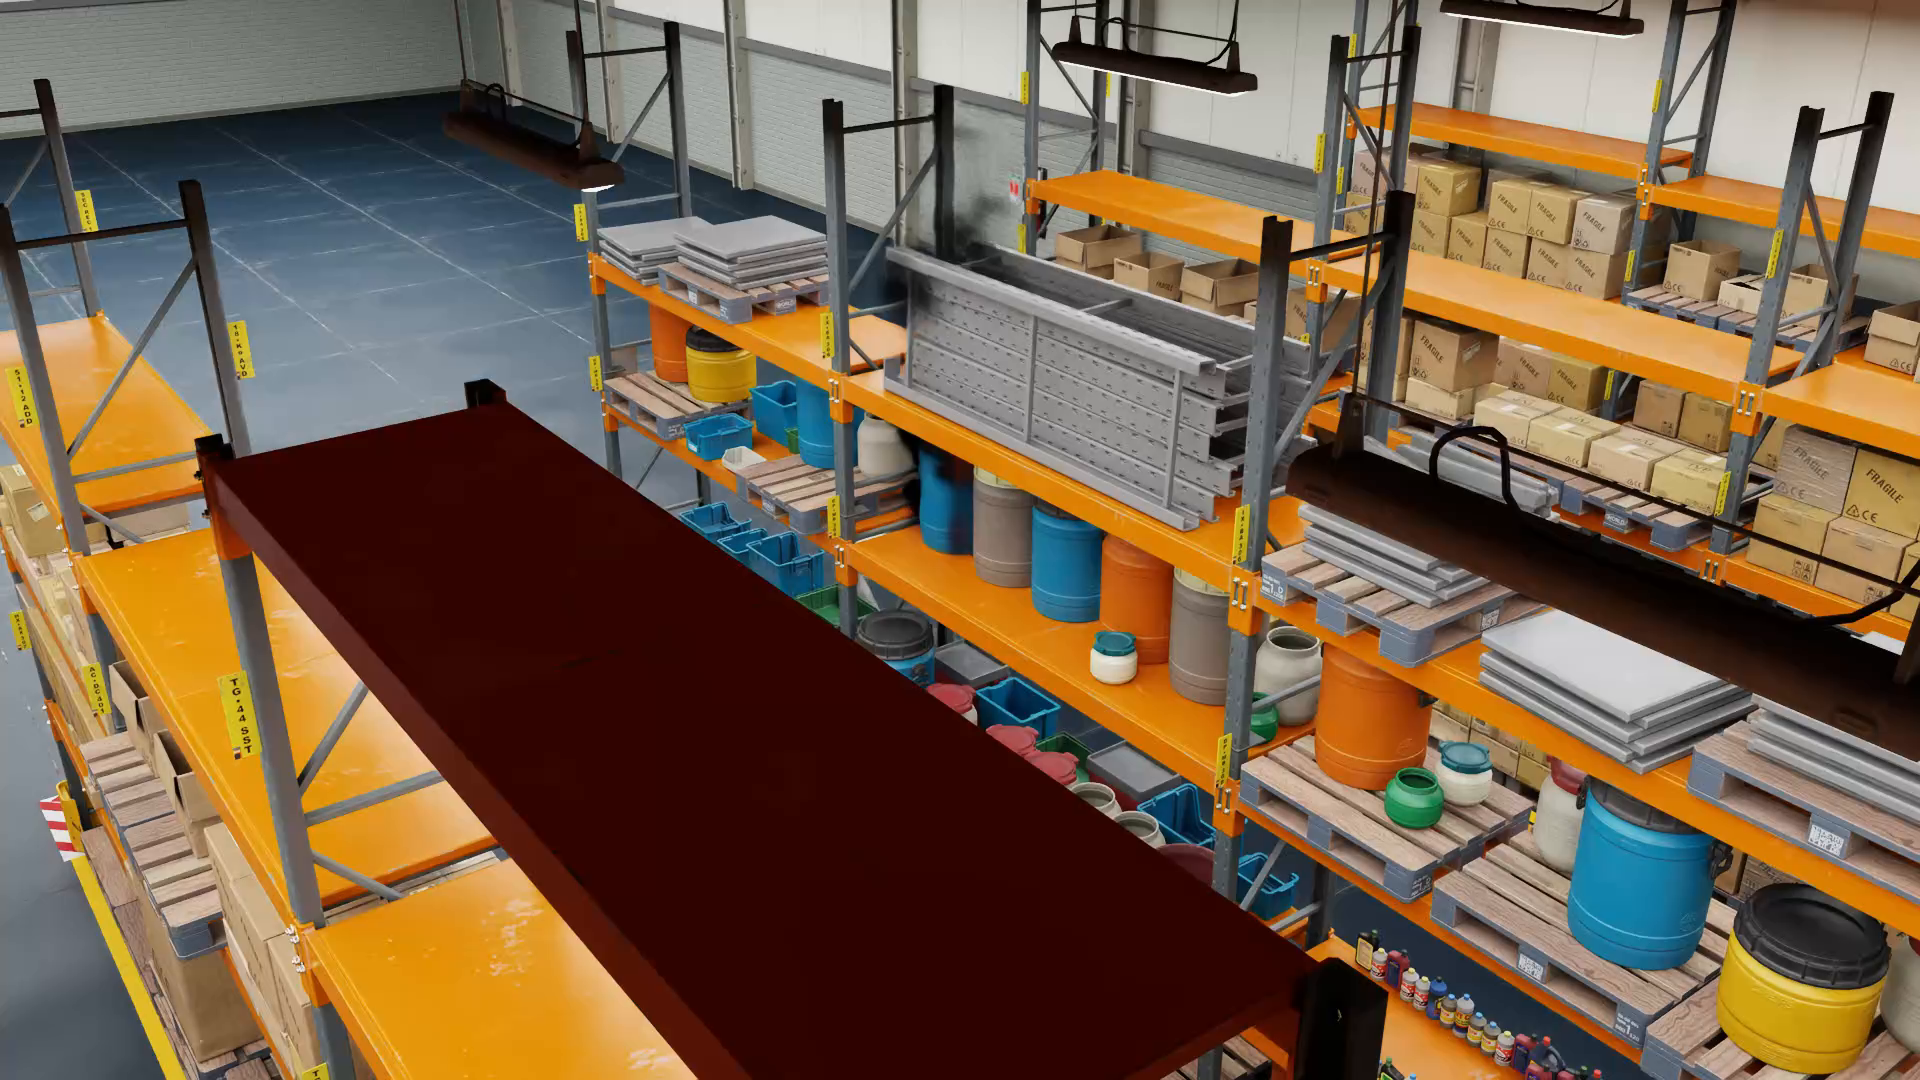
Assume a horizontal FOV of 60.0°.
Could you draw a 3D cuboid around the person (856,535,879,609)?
[{"bbox_3d":[-0.987,-0.002,16.216,0.680,1.785,0.748,-16,29,-31],"label":"person"}]
